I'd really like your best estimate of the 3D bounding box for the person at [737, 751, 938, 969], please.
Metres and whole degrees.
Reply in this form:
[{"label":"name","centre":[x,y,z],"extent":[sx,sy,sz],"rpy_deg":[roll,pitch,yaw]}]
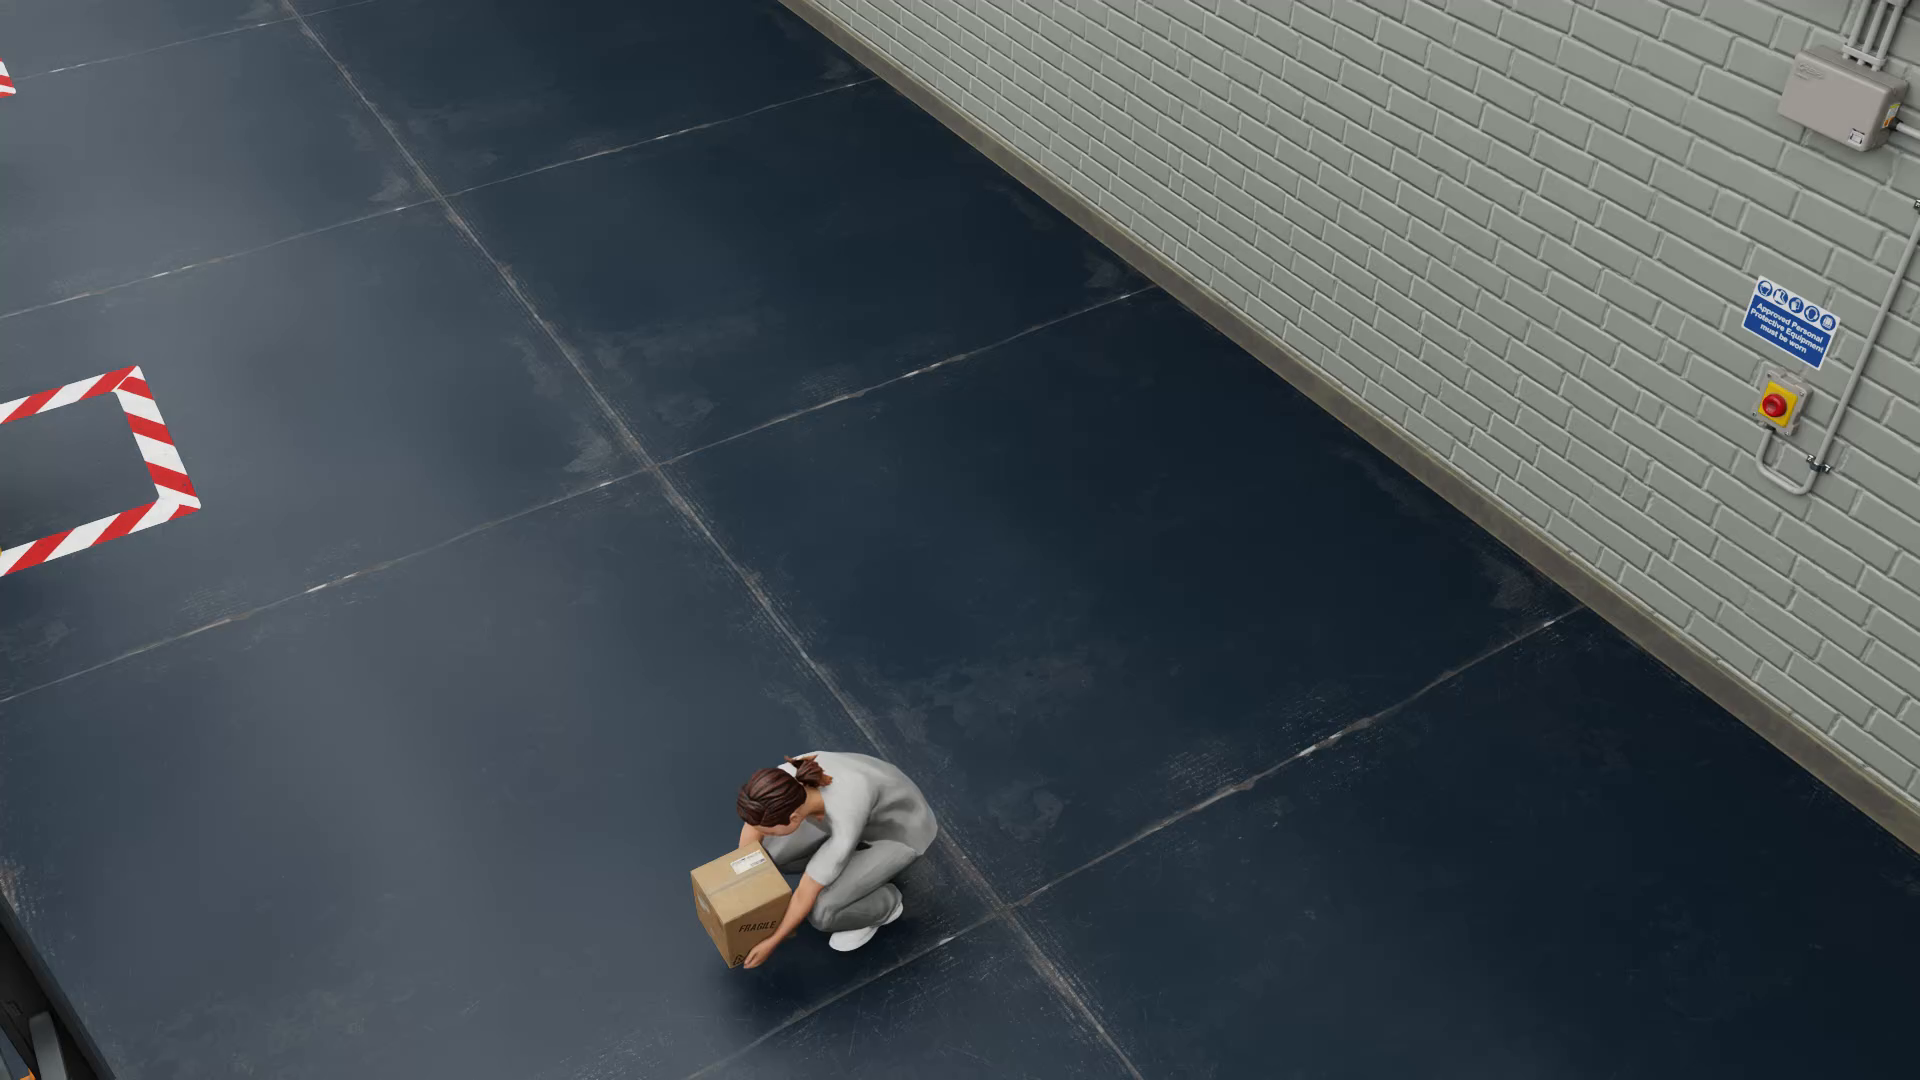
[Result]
[{"label":"person","centre":[-0.453,0.995,5.581],"extent":[0.792,0.939,0.475],"rpy_deg":[-23,46,-24]}]
